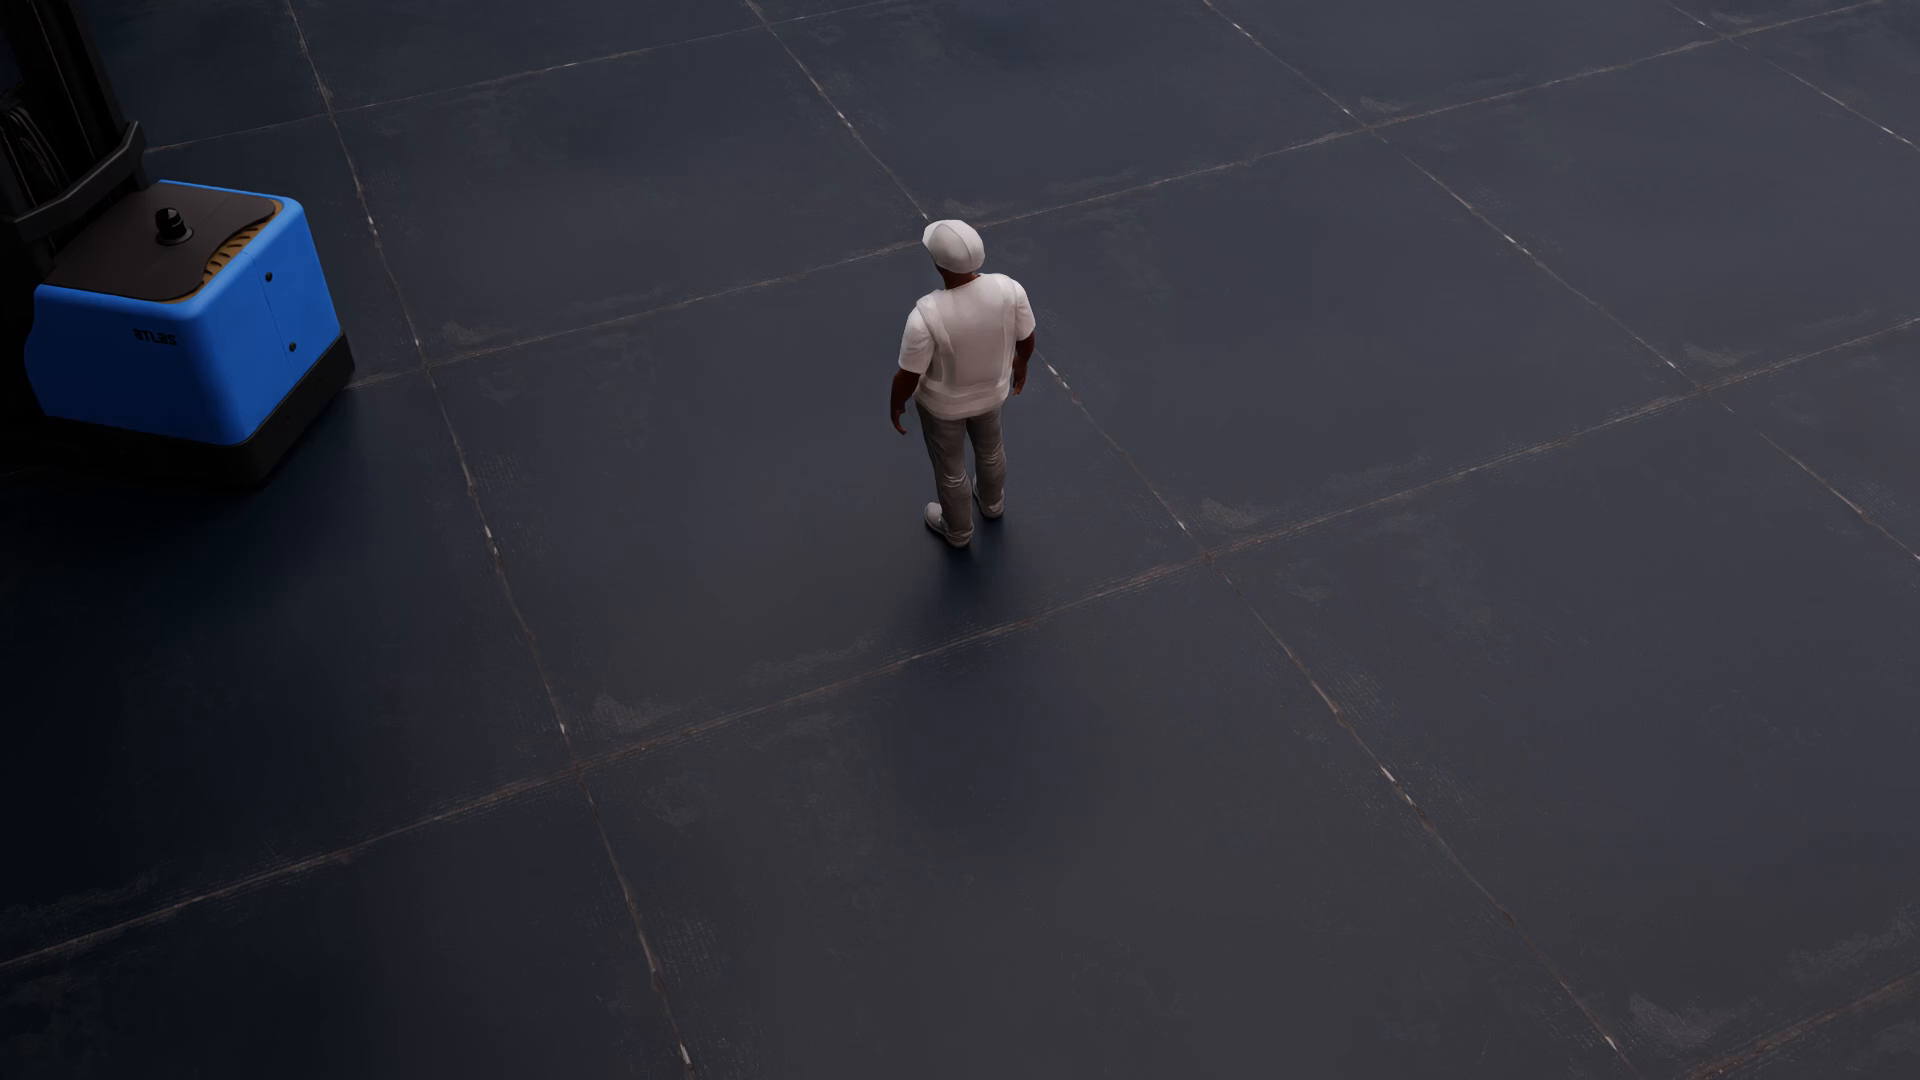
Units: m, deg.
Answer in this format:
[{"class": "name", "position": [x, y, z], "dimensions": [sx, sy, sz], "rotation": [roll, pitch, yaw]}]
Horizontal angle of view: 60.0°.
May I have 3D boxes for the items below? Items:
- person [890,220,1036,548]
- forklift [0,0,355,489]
[{"class": "person", "position": [-0.023, -0.696, 7.269], "dimensions": [0.665, 1.765, 0.577], "rotation": [-18, 46, -18]}, {"class": "forklift", "position": [-4.730, -1.860, 7.673], "dimensions": [3.031, 2.935, 1.130], "rotation": [10, 44, 10]}]
